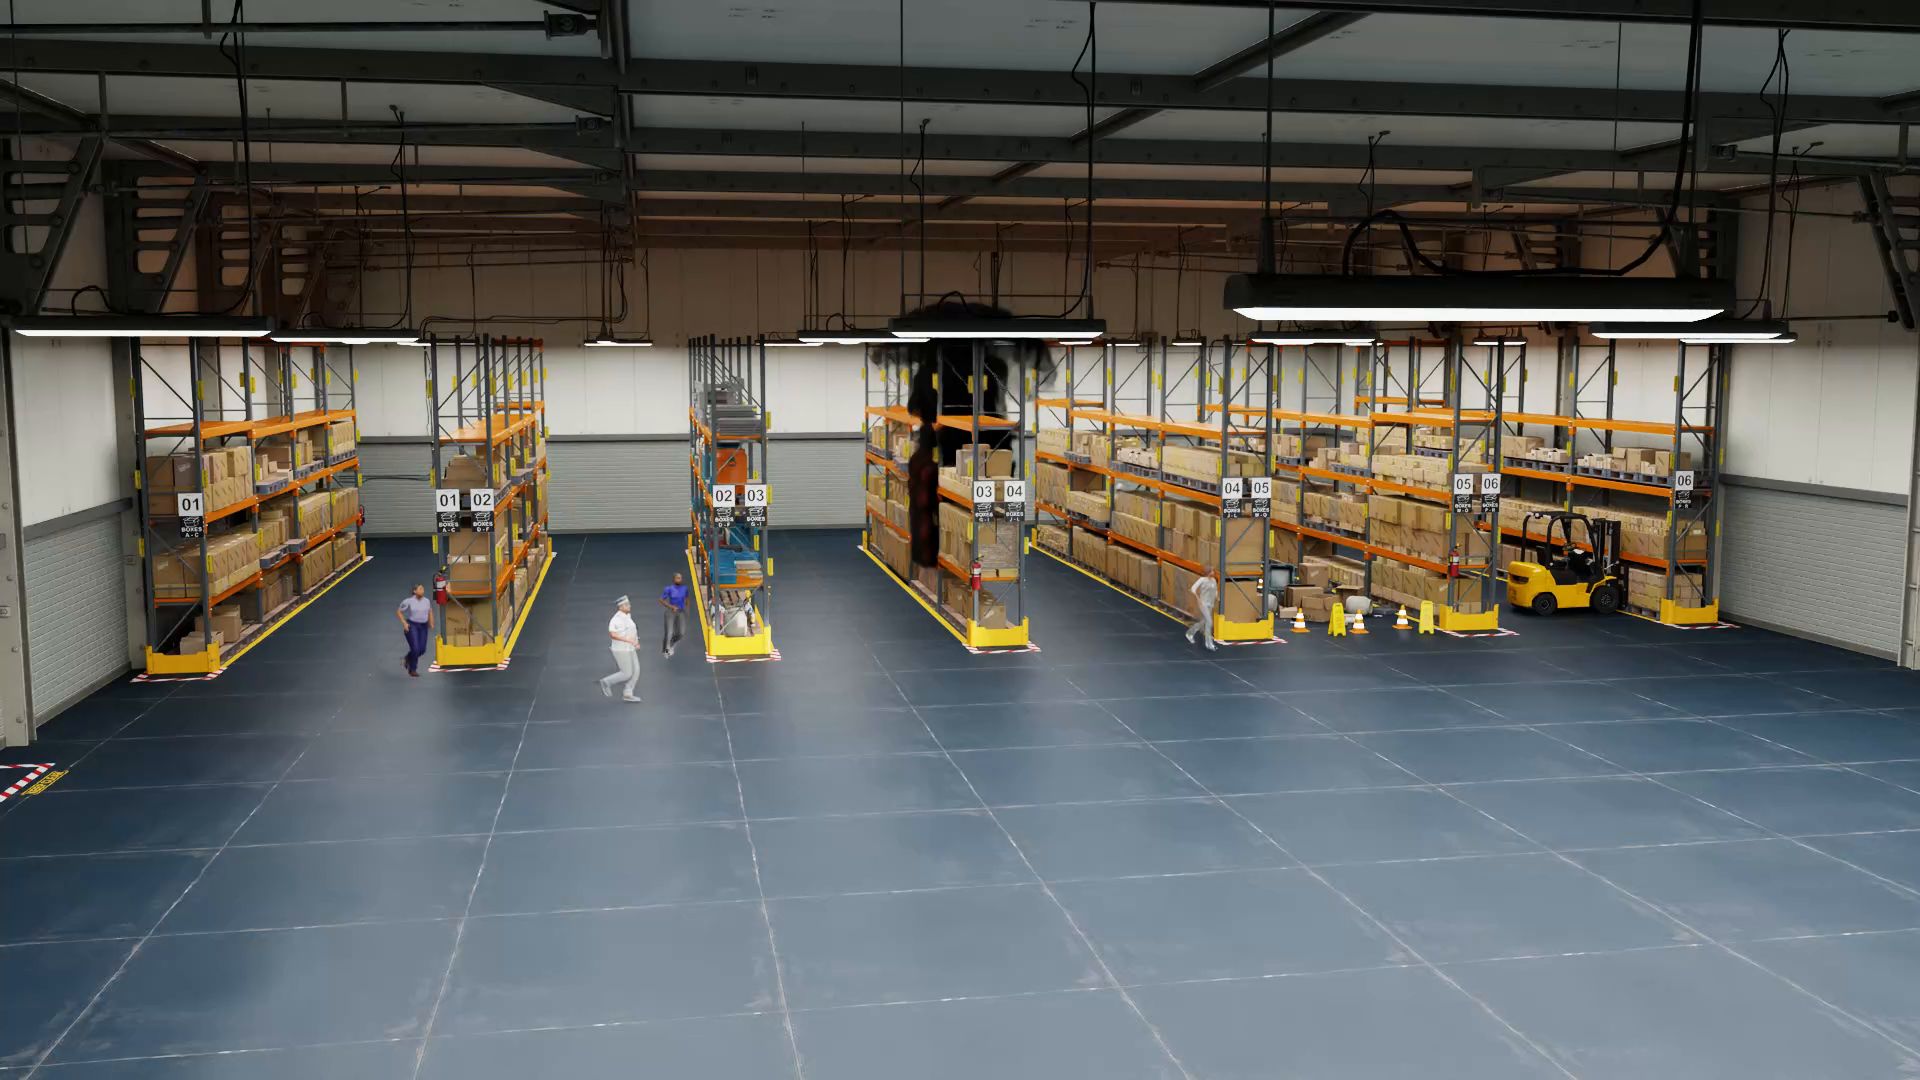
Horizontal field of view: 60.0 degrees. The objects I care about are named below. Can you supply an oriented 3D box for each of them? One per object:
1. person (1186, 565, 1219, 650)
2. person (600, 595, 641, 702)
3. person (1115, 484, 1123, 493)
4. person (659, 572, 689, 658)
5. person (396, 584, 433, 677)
[{"bbox_3d":[4.727,1.282,32.050,0.775,1.597,0.540,6,9,44],"label":"person"},{"bbox_3d":[-5.501,1.760,27.069,0.678,1.742,0.664,1,7,10],"label":"person"},{"bbox_3d":[5.170,-0.859,50.411,1.045,1.718,0.745,-2,7,-14],"label":"person"},{"bbox_3d":[-5.265,1.398,30.917,0.672,1.587,0.568,-4,8,-32],"label":"person"},{"bbox_3d":[-9.623,1.578,29.415,0.595,1.612,0.657,6,9,42],"label":"person"}]
